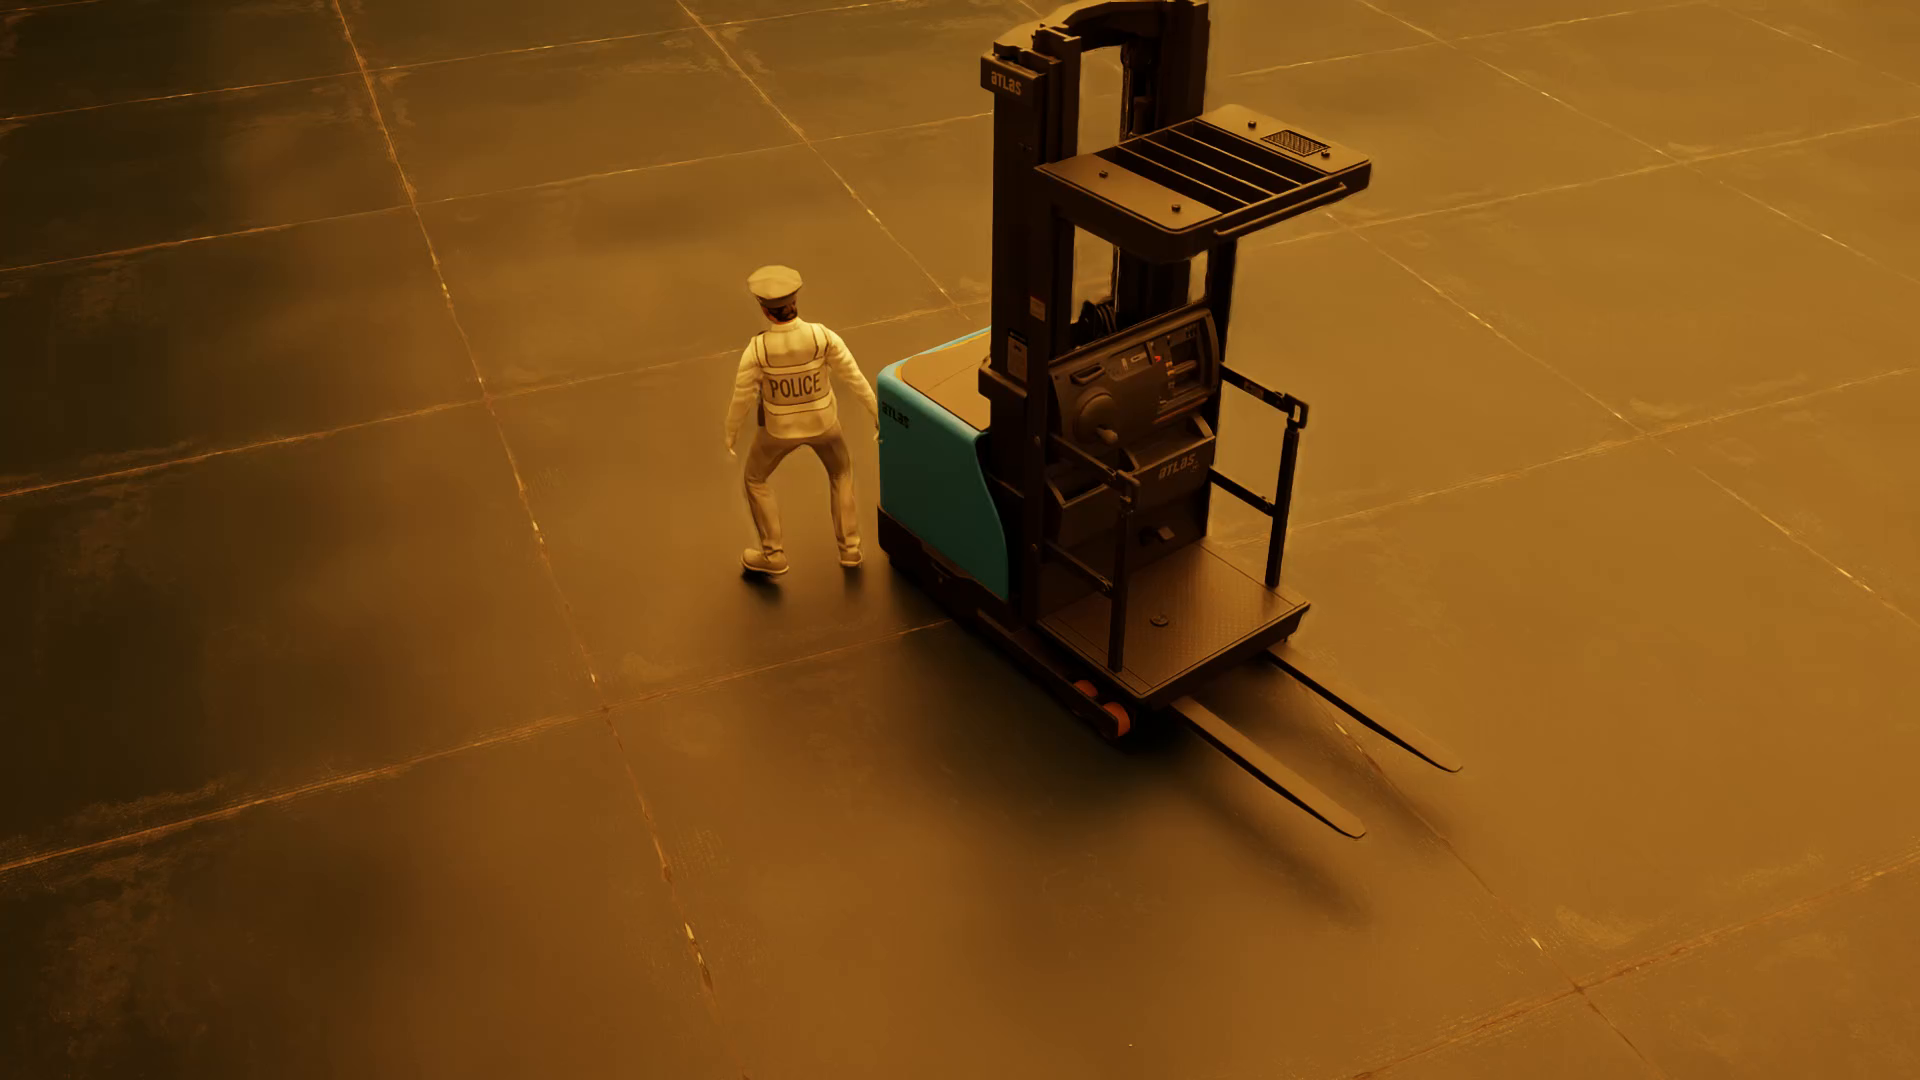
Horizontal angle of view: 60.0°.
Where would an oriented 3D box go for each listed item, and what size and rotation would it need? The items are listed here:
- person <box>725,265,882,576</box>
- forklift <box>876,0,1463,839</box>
[{"bbox_3d":[-0.740,-0.542,8.022,0.789,1.619,0.392,-6,36,-8],"label":"person"},{"bbox_3d":[0.893,-0.638,6.995,1.130,2.935,3.031,-25,42,-30],"label":"forklift"}]
